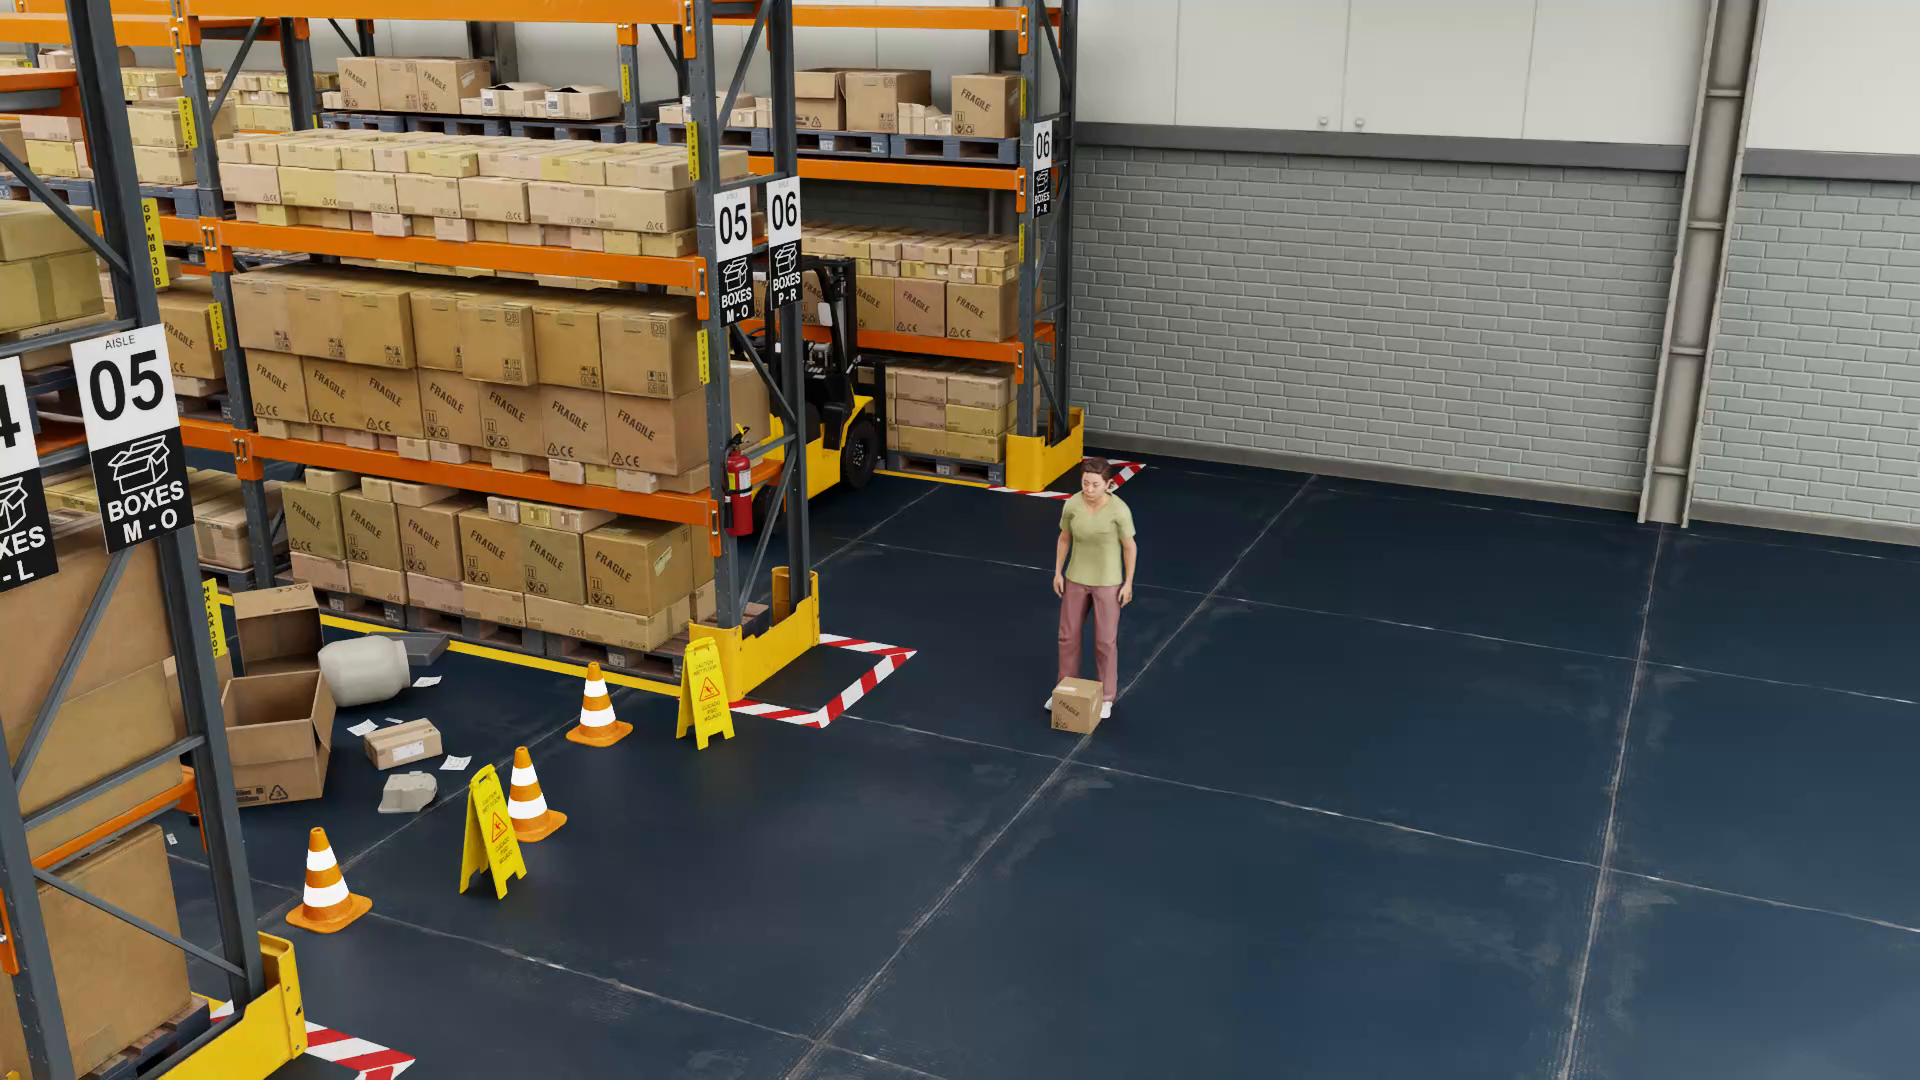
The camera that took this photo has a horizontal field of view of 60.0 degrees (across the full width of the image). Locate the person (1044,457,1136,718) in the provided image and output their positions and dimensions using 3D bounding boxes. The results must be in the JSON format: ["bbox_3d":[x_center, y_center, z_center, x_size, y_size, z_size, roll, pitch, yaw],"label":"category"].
[{"bbox_3d":[0.821,0.276,10.273,0.508,1.672,0.349,8,21,22],"label":"person"}]
